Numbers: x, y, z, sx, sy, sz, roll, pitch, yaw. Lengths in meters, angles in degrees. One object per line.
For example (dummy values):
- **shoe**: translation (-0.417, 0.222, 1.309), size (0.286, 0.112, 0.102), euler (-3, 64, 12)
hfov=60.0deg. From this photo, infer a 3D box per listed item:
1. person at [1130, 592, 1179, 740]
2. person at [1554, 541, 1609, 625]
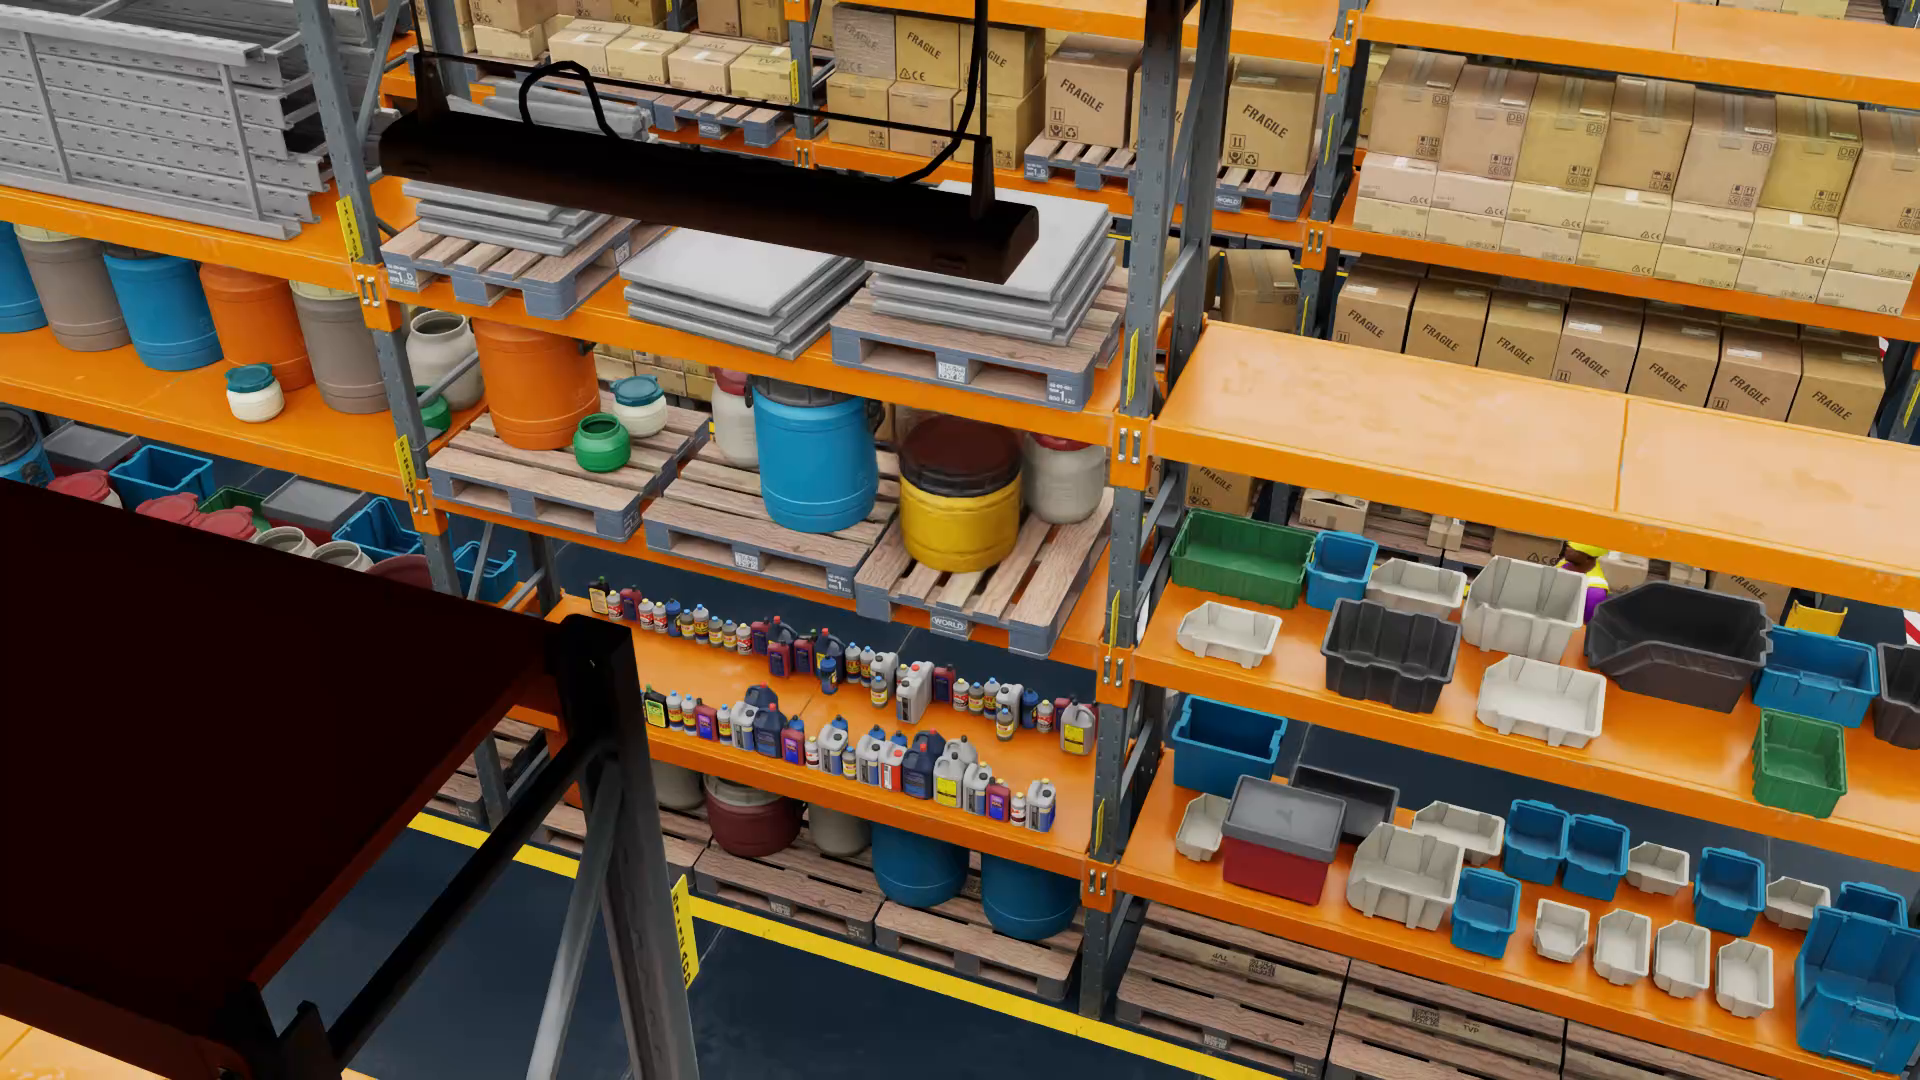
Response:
- **person**: translation (1.191, 0.880, 10.687), size (0.564, 1.780, 0.587), euler (5, 37, 7)
- **person**: translation (3.994, 0.595, 11.141), size (1.093, 1.714, 0.588), euler (11, 38, 14)
